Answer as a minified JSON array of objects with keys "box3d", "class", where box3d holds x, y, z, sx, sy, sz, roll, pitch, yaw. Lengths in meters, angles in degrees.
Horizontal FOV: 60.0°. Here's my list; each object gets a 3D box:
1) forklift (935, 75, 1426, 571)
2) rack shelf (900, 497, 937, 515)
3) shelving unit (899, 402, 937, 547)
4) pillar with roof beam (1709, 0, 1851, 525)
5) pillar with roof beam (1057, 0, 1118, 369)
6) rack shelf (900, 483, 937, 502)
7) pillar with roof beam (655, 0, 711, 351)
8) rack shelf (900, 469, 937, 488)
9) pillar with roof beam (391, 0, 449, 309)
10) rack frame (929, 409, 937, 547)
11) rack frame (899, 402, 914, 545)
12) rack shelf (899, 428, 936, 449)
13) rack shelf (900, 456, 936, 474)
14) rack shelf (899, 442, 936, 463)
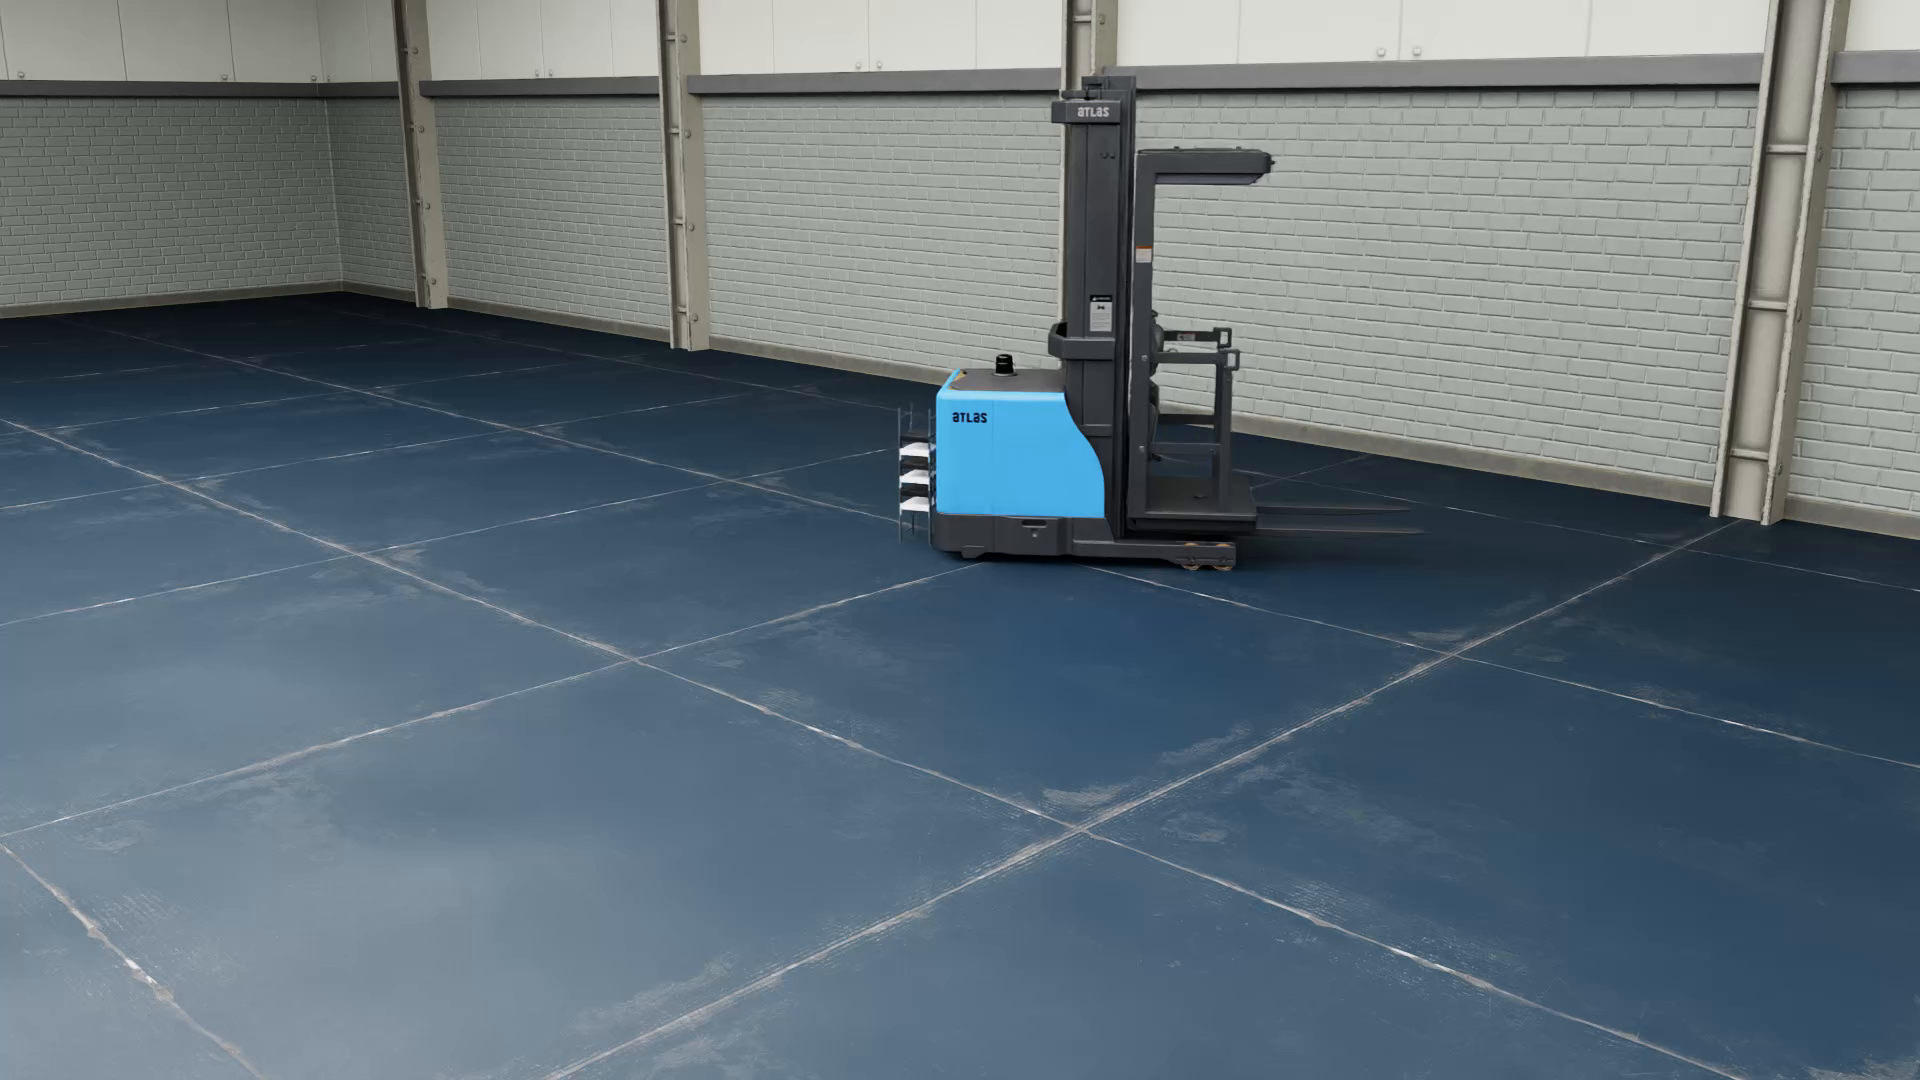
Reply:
[{"box3d":[1.393,-1.370,10.378,3.031,2.935,1.130,2,15,6],"class":"forklift"},{"box3d":[-0.252,-0.220,10.838,0.200,0.077,0.258,5,15,18],"class":"rack shelf"},{"box3d":[-0.252,-0.426,10.784,0.210,0.900,0.258,5,15,18],"class":"shelving unit"},{"box3d":[2.478,-3.735,7.418,0.400,9.000,9.100,14,20,42],"class":"pillar with roof beam"},{"box3d":[-1.842,-4.785,11.448,0.400,9.000,9.100,14,20,42],"class":"pillar with roof beam"},{"box3d":[-0.252,-0.307,10.815,0.200,0.077,0.258,5,15,18],"class":"rack shelf"},{"box3d":[-6.161,-5.835,15.478,0.400,9.000,9.100,14,20,42],"class":"pillar with roof beam"},{"box3d":[-0.252,-0.394,10.793,0.200,0.077,0.258,5,15,18],"class":"rack shelf"},{"box3d":[-10.480,-6.885,19.509,0.400,9.000,9.100,14,20,42],"class":"pillar with roof beam"},{"box3d":[-0.156,-0.418,10.752,0.006,0.900,0.240,5,15,18],"class":"rack frame"},{"box3d":[-0.349,-0.435,10.816,0.006,0.900,0.240,5,15,18],"class":"rack frame"},{"box3d":[-0.252,-0.656,10.725,0.200,0.077,0.258,5,15,18],"class":"rack shelf"},{"box3d":[-0.252,-0.481,10.770,0.200,0.077,0.258,5,15,18],"class":"rack shelf"},{"box3d":[-0.252,-0.568,10.747,0.200,0.077,0.258,5,15,18],"class":"rack shelf"}]
